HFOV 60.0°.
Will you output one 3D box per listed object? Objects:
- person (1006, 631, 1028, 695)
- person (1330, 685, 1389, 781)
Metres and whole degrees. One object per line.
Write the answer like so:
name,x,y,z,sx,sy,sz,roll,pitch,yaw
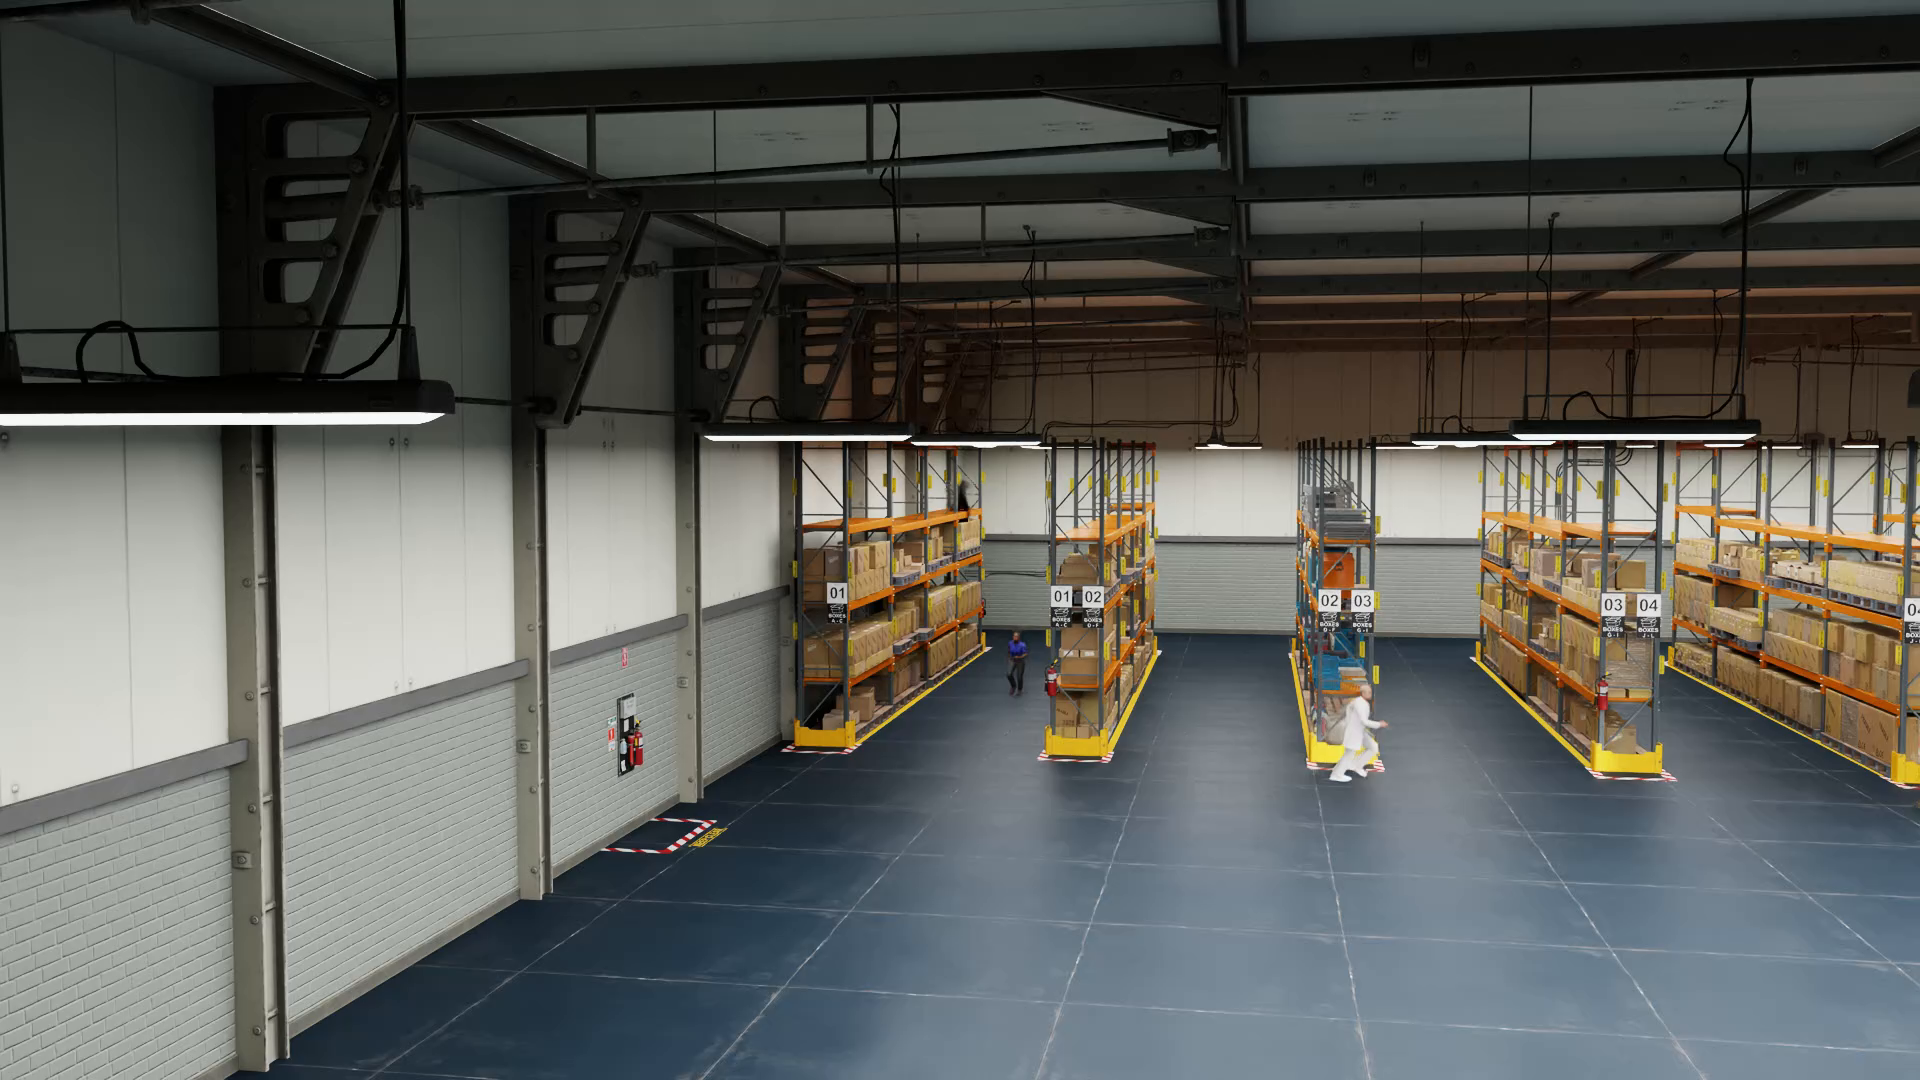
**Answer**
person,1.325,2.880,38.931,0.603,1.524,0.950,1,3,13
person,6.910,3.438,28.734,1.006,1.504,0.702,1,3,26
